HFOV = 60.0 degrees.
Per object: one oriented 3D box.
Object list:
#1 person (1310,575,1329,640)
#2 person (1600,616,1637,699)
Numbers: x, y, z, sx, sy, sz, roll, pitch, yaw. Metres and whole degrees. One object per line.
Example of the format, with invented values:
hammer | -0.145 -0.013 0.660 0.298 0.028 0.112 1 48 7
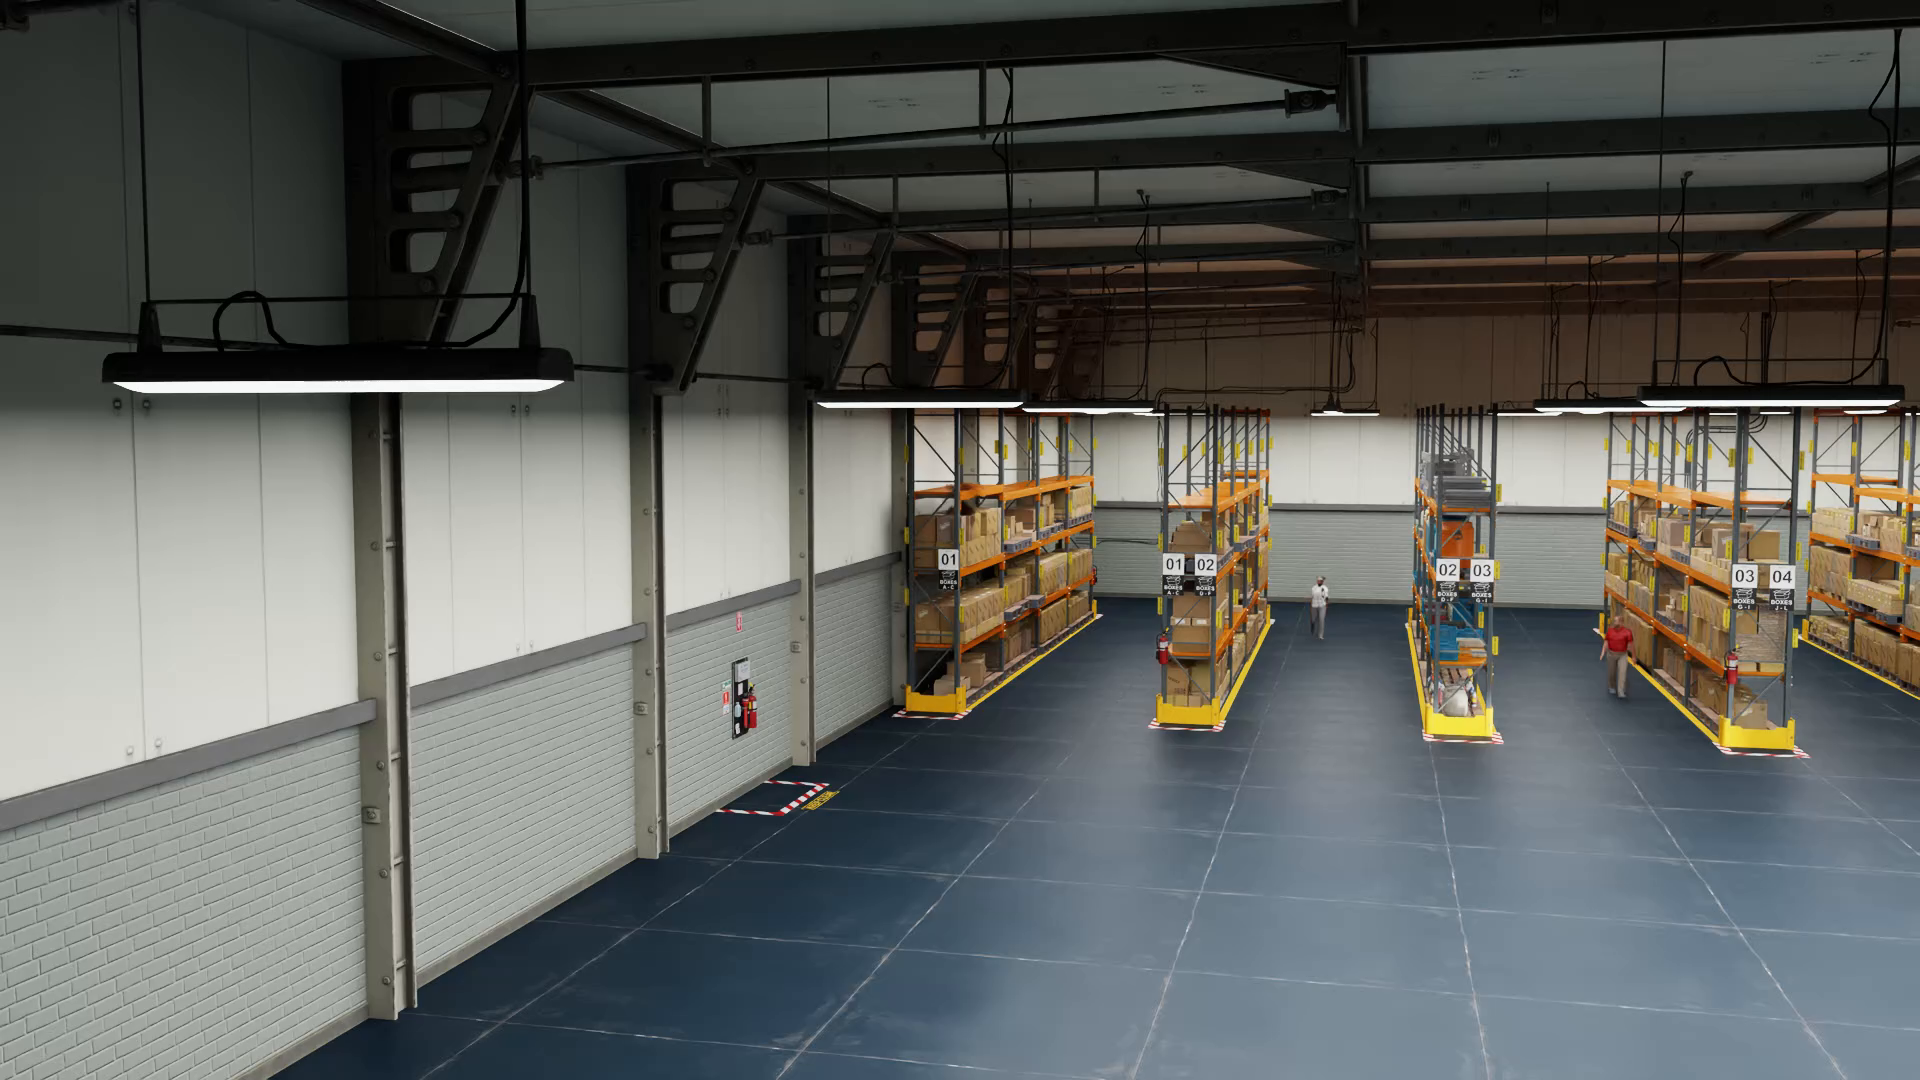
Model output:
person | 9.347 1.733 43.253 0.479 1.659 0.665 1 4 11
person | 13.520 2.383 34.136 0.689 1.661 1.071 2 5 24
